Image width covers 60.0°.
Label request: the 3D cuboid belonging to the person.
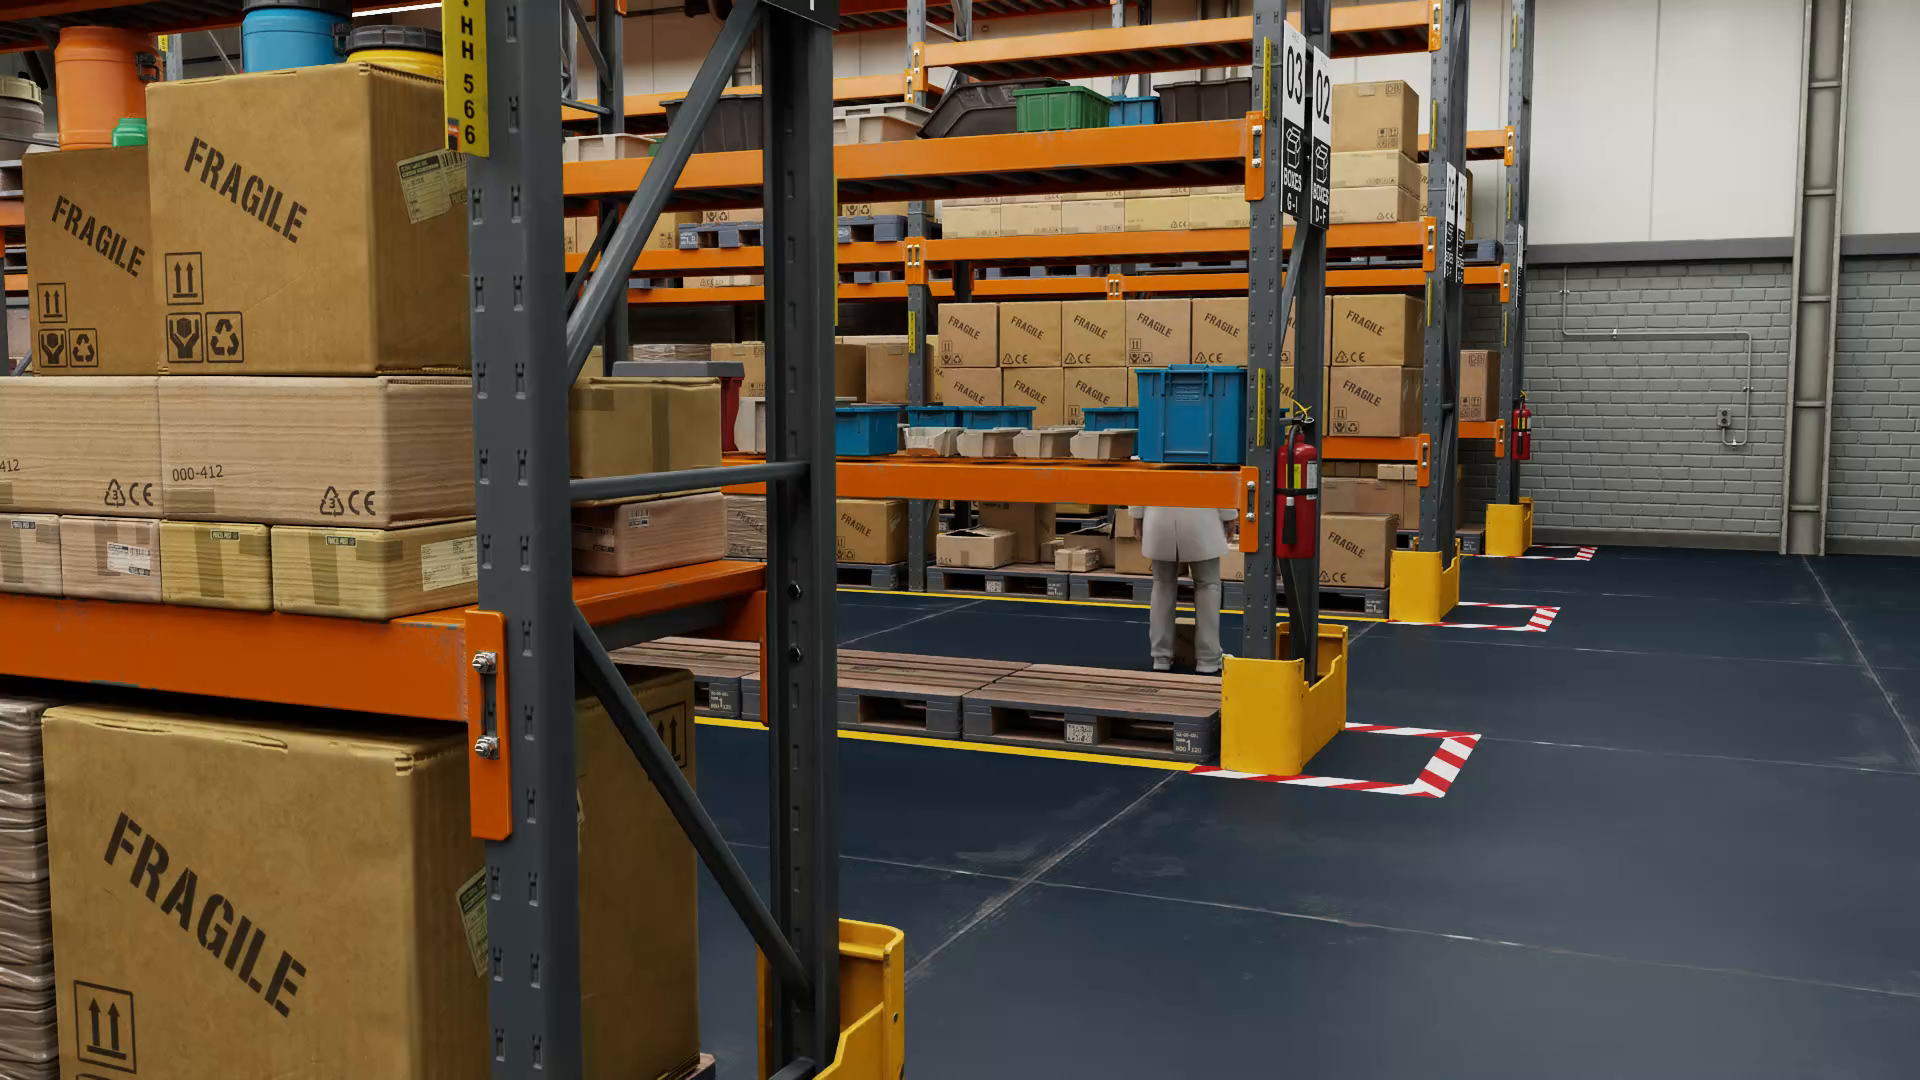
[{"bbox_3d":[1.305,-0.123,9.763,0.656,1.775,0.417,2,6,21],"label":"person"}]
